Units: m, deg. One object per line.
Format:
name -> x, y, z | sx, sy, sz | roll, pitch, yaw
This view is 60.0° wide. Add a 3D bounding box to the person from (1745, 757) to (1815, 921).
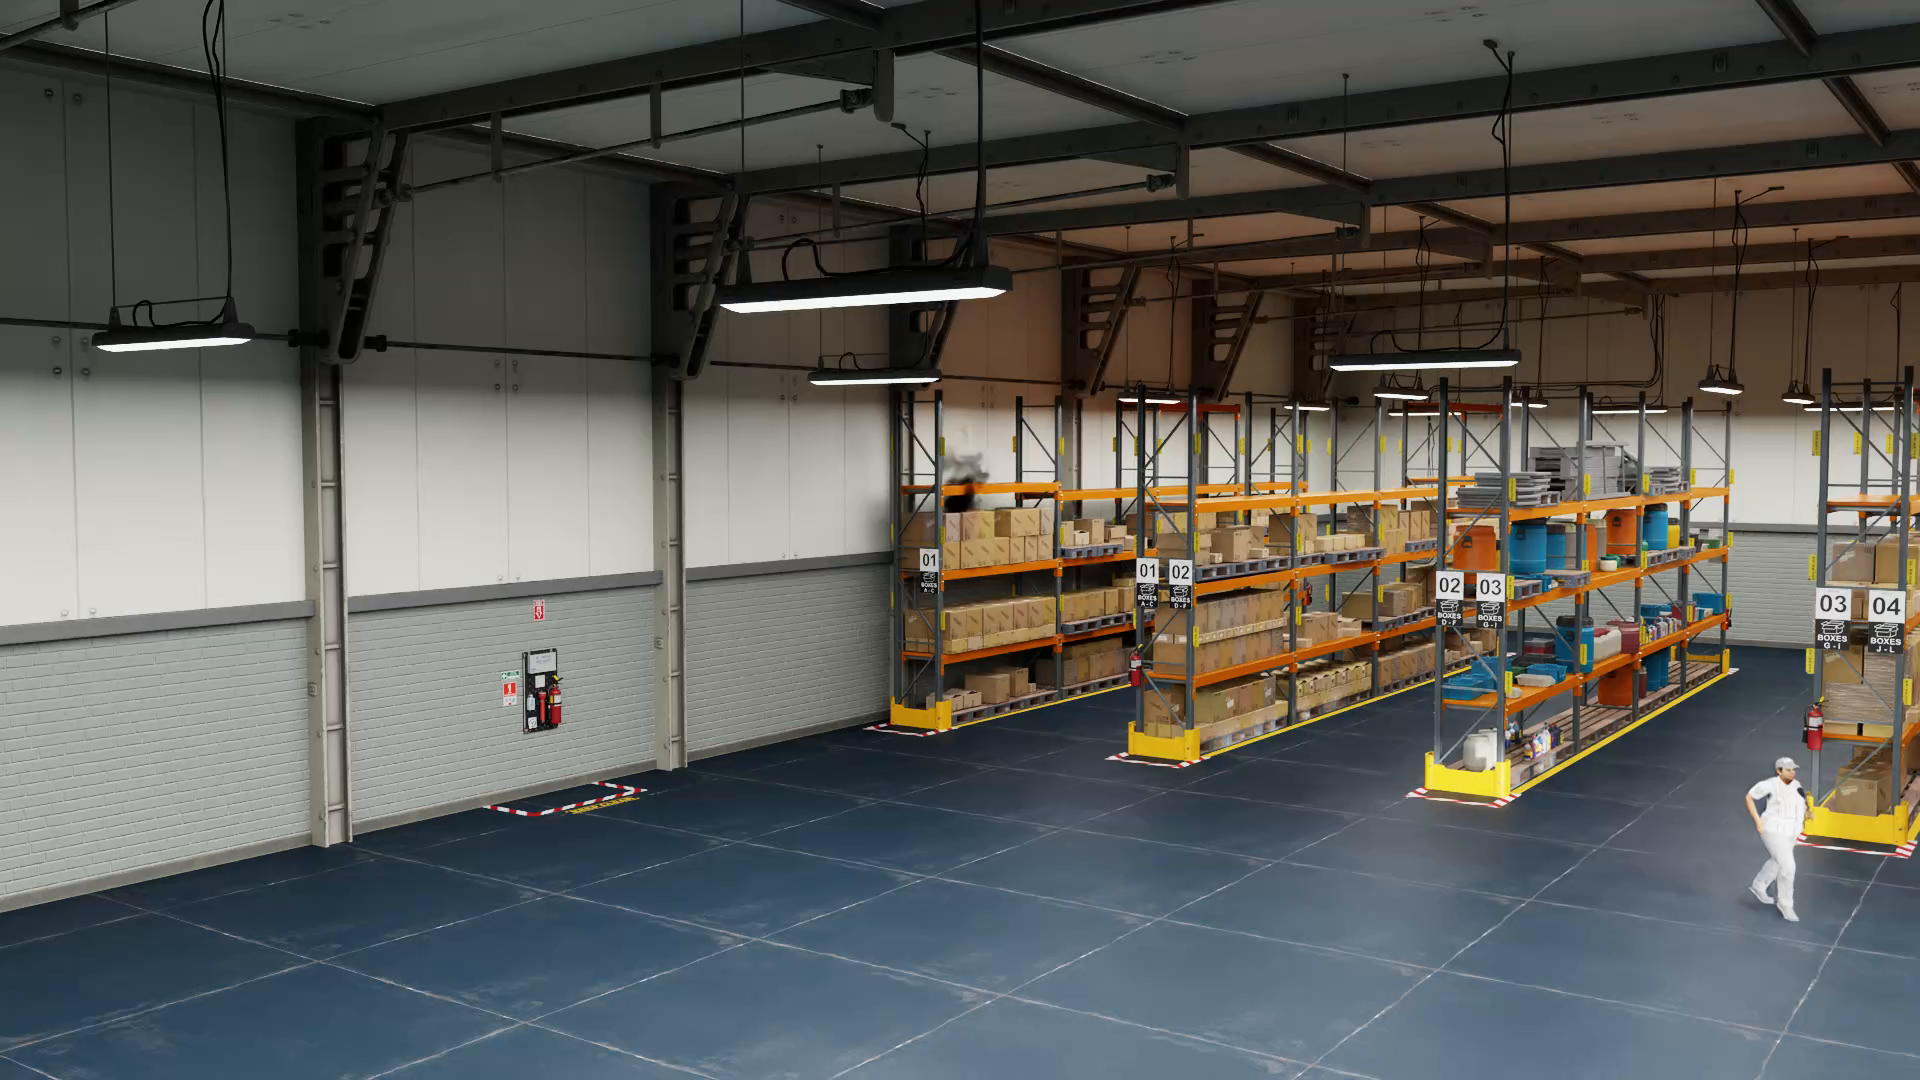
person -> 8.814, 3.177, 17.872 | 0.591, 1.722, 0.753 | -1, 4, -24
